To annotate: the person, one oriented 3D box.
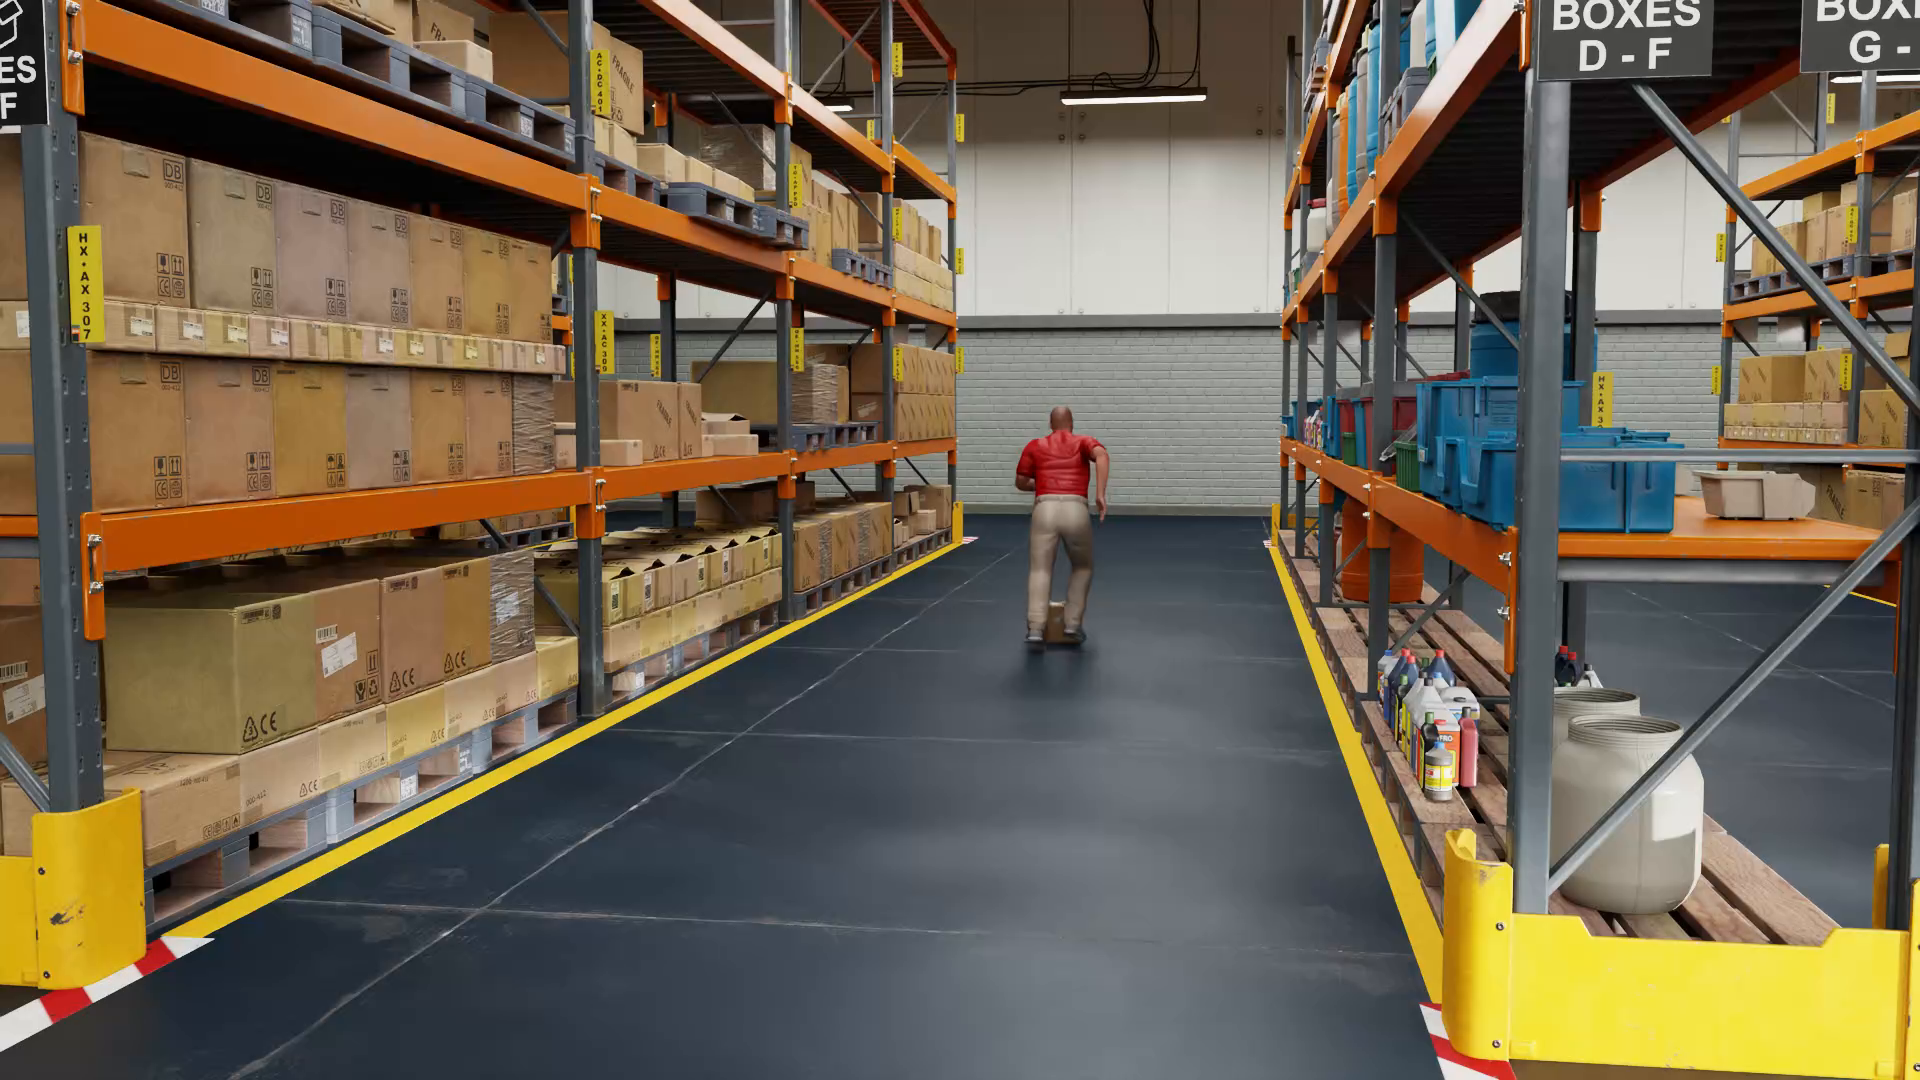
[{"bbox_3d":[0.703,-0.100,11.532,0.652,1.663,0.970,0,4,4],"label":"person"}]
